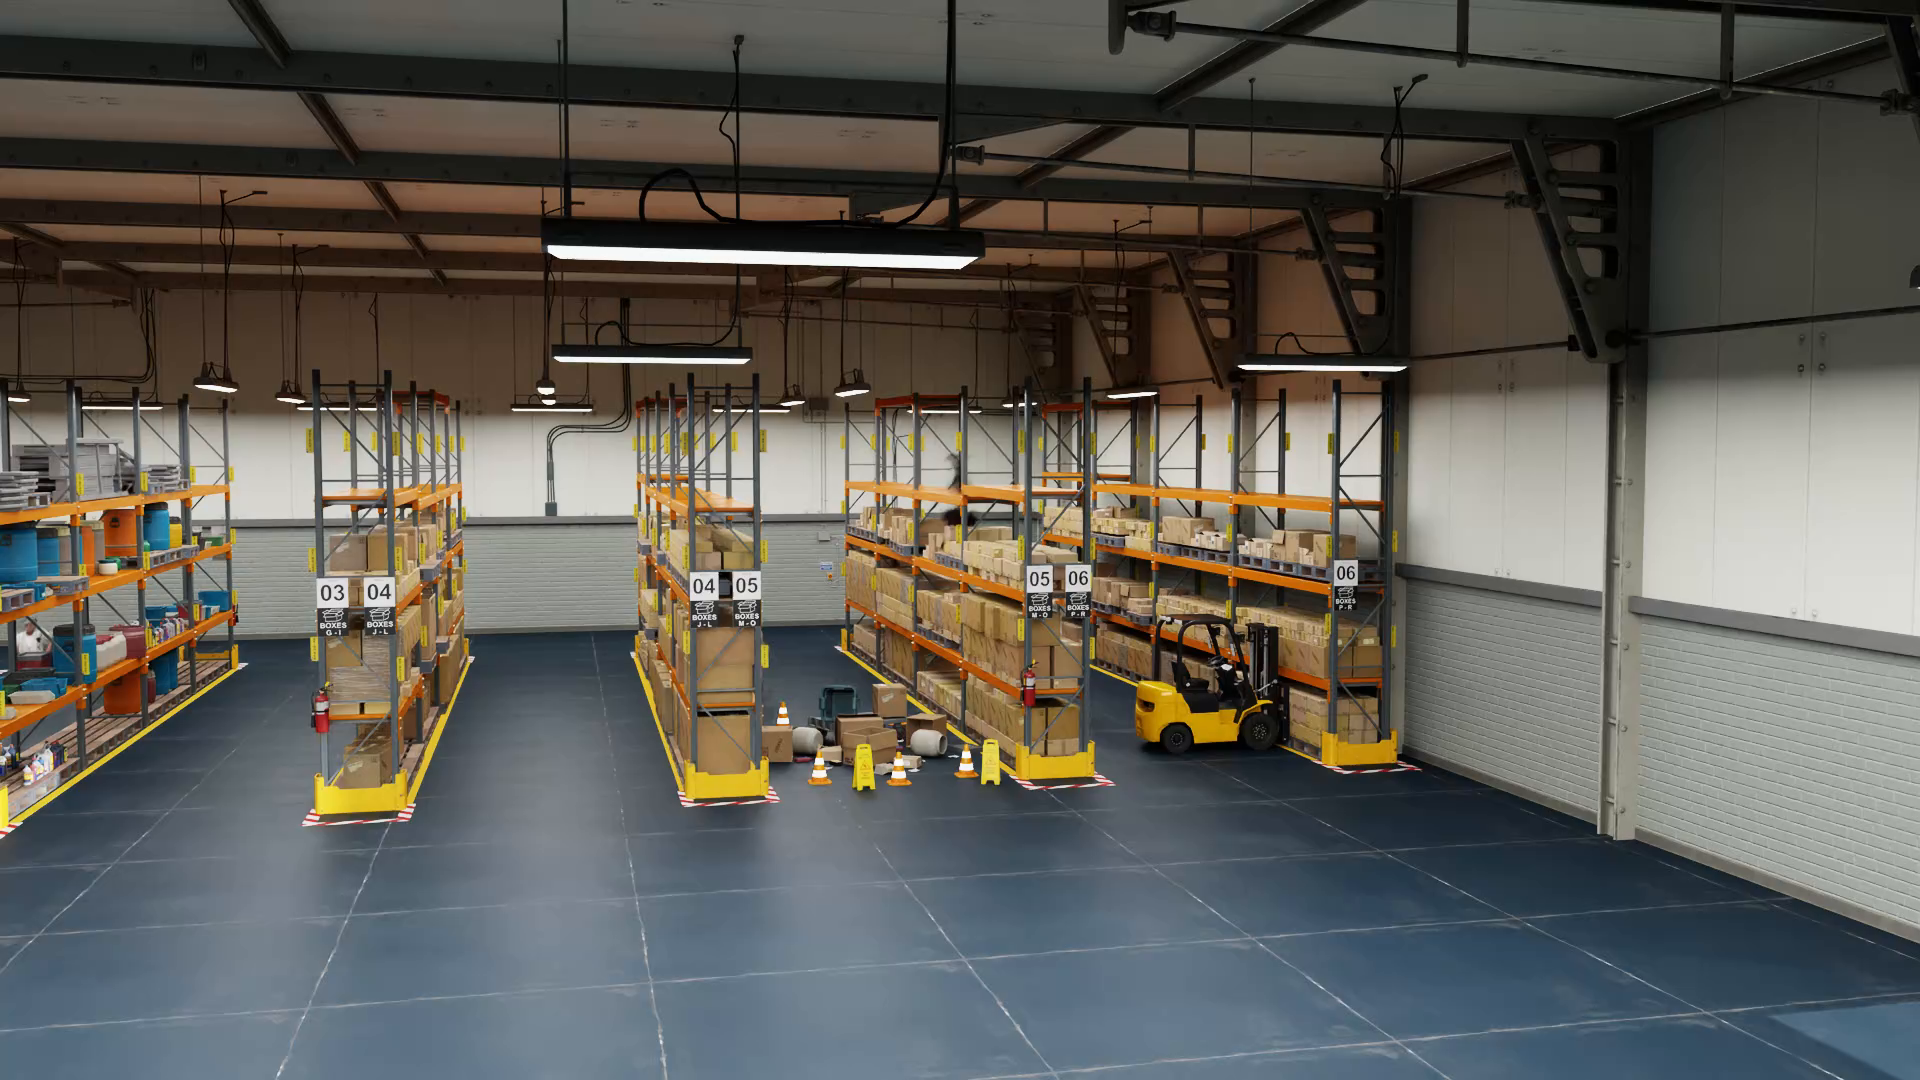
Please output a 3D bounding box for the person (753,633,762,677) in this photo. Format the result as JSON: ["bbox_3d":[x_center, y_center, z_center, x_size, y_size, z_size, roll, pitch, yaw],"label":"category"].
[{"bbox_3d":[-4.316,2.316,33.483,0.655,1.567,1.063,0,3,1],"label":"person"}]

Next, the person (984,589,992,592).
[{"bbox_3d":[0.740,1.956,37.879,0.659,1.769,1.062,-2,4,-29],"label":"person"}]

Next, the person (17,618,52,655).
[{"bbox_3d":[-17.448,2.325,31.280,0.651,1.754,0.893,-1,3,-19],"label":"person"}]
